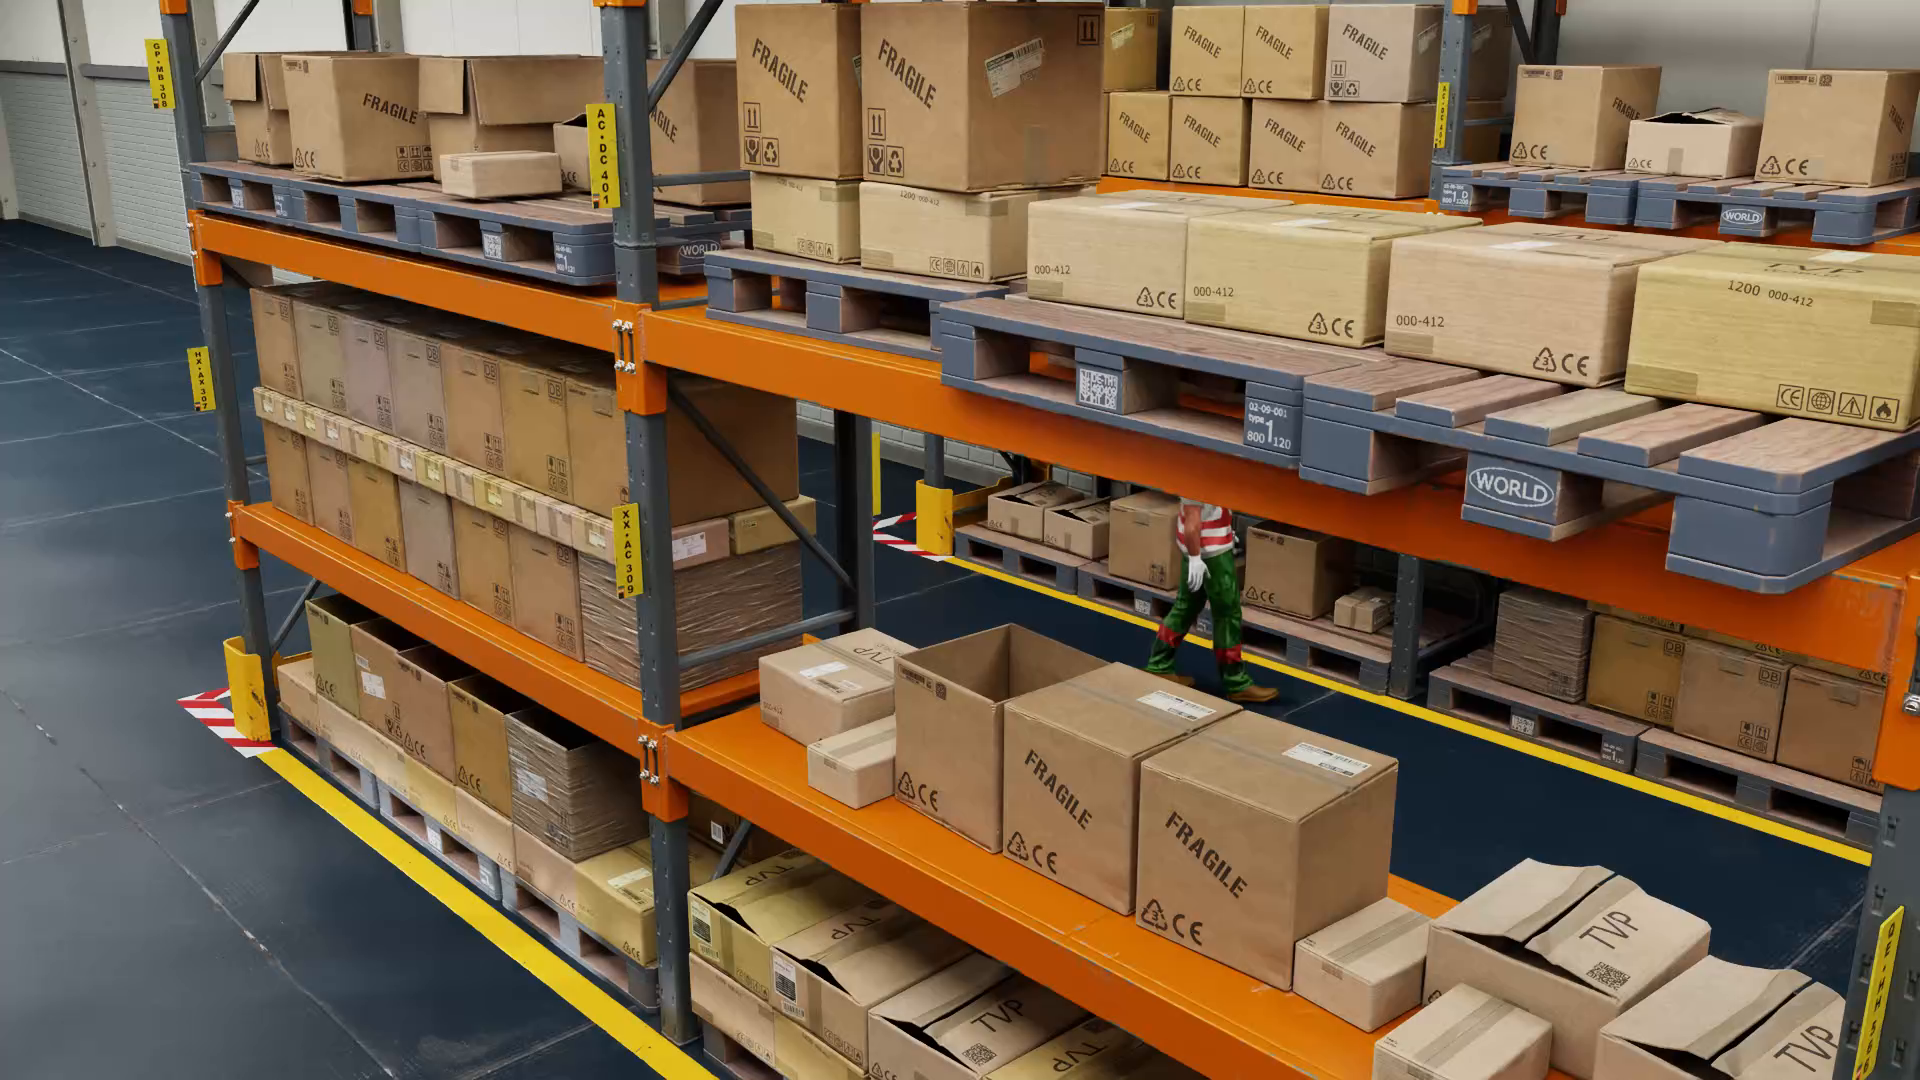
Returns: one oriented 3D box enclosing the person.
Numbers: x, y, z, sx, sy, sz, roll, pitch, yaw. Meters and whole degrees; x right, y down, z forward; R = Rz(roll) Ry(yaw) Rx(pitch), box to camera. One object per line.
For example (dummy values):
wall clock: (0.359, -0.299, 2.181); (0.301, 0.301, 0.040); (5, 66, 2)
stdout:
person: (1.454, 0.044, 9.398); (0.755, 1.779, 0.544); (1, 17, 3)
